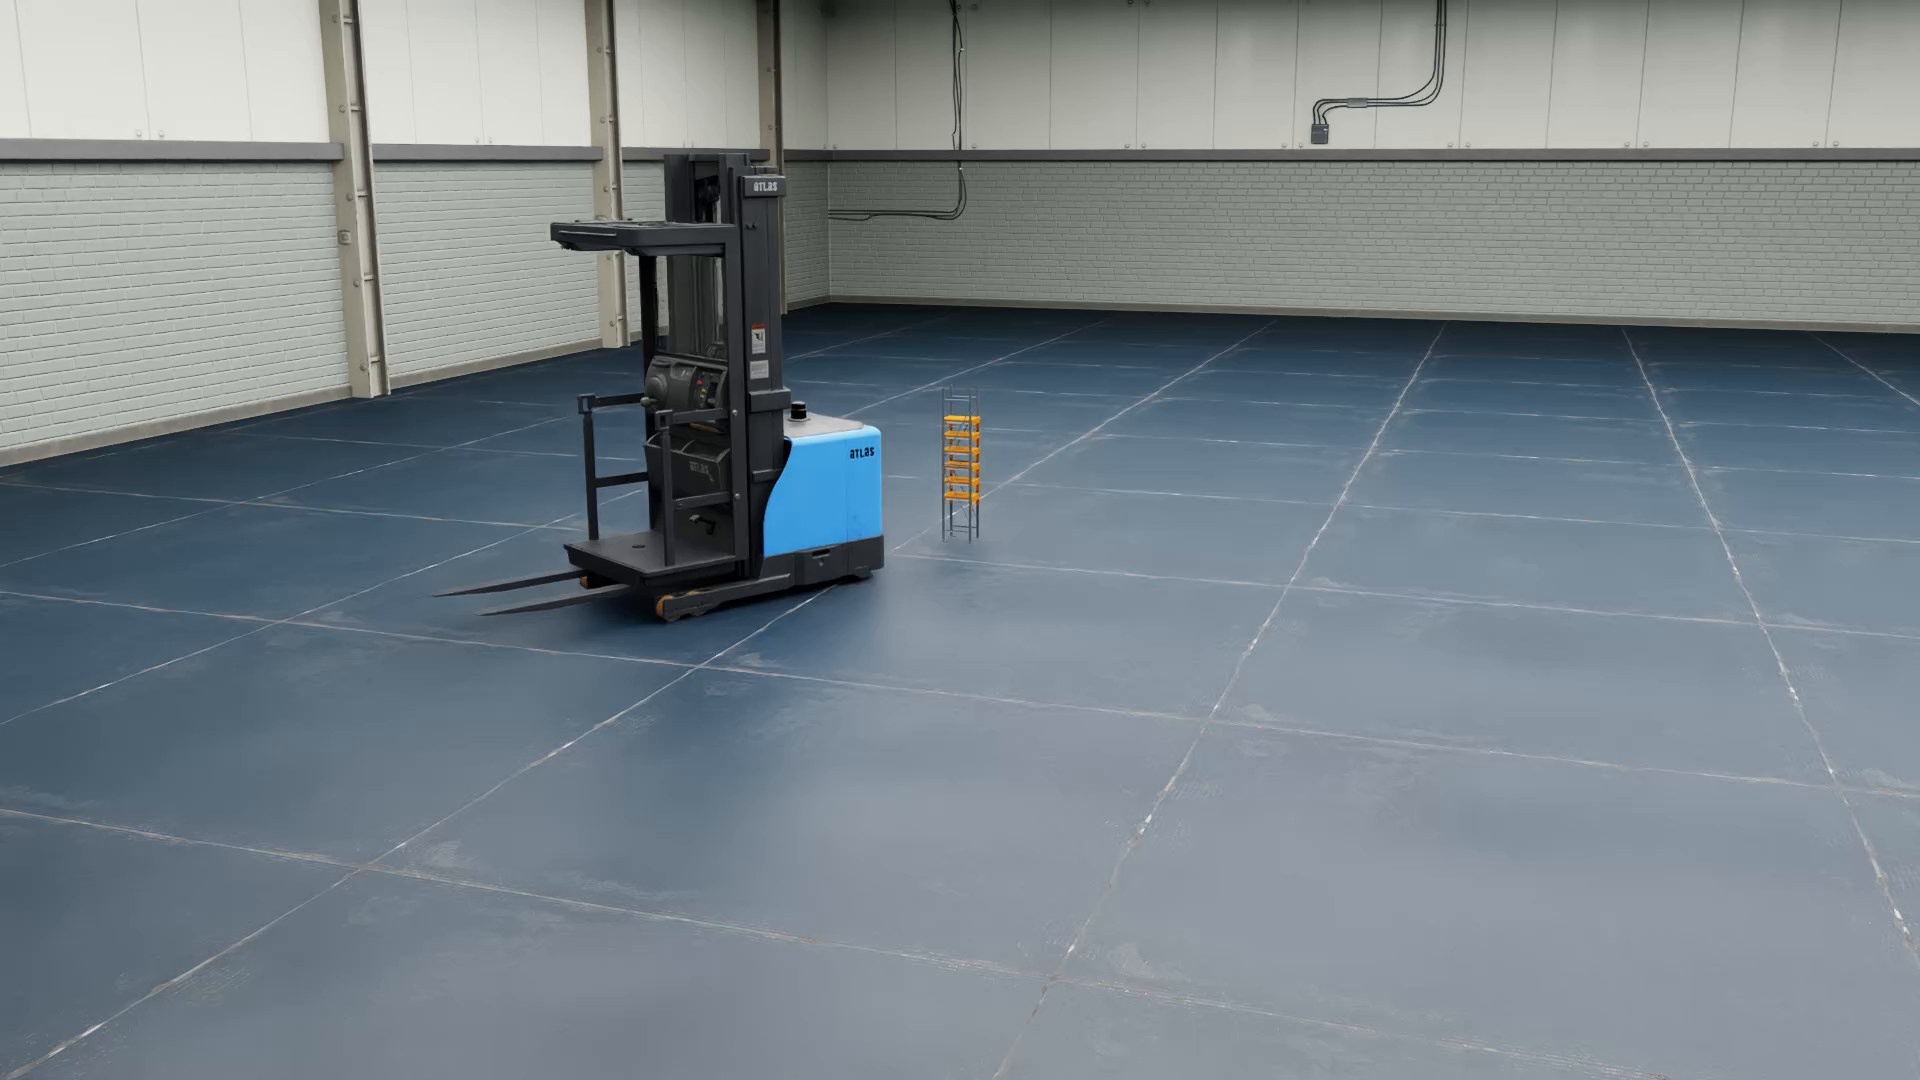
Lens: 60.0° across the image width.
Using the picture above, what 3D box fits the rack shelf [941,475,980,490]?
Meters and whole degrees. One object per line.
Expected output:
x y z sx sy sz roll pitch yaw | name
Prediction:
0.005 -0.428 12.904 0.258 0.103 0.180 4 14 18 | rack shelf

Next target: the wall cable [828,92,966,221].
-1.345 -7.748 33.690 3.097 2.526 0.112 4 14 18 | wall cable

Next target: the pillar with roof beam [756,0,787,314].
0.524 -8.427 29.686 9.100 9.000 0.400 4 14 18 | pillar with roof beam

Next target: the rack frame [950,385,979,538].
0.034 -0.607 12.952 0.240 1.200 0.006 4 14 18 | rack frame

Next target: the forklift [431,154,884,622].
-1.982 -1.036 10.938 3.031 2.935 1.130 -11 17 -40 | forklift

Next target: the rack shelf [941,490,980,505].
0.005 -0.311 12.931 0.258 0.103 0.180 4 14 18 | rack shelf

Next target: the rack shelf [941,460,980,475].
0.005 -0.545 12.878 0.258 0.103 0.180 4 14 18 | rack shelf

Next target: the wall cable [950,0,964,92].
1.215 -10.016 32.275 3.097 2.526 0.112 4 14 18 | wall cable

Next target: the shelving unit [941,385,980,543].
0.005 -0.588 12.868 0.258 1.200 0.189 4 14 18 | shelving unit

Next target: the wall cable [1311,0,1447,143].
7.632 -10.233 29.957 2.305 6.003 0.169 4 14 18 | wall cable

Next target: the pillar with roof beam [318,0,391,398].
-3.359 -5.900 18.616 9.100 9.000 0.400 4 14 18 | pillar with roof beam

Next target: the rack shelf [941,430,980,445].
0.005 -0.779 12.824 0.258 0.103 0.180 4 14 18 | rack shelf

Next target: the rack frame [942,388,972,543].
-0.025 -0.569 12.783 0.240 1.200 0.006 4 14 18 | rack frame

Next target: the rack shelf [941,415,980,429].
0.005 -0.896 12.798 0.258 0.103 0.180 4 14 18 | rack shelf

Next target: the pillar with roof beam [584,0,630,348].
-1.418 -7.164 24.151 9.100 9.000 0.400 4 14 18 | pillar with roof beam

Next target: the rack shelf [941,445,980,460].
0.005 -0.662 12.851 0.258 0.103 0.180 4 14 18 | rack shelf
